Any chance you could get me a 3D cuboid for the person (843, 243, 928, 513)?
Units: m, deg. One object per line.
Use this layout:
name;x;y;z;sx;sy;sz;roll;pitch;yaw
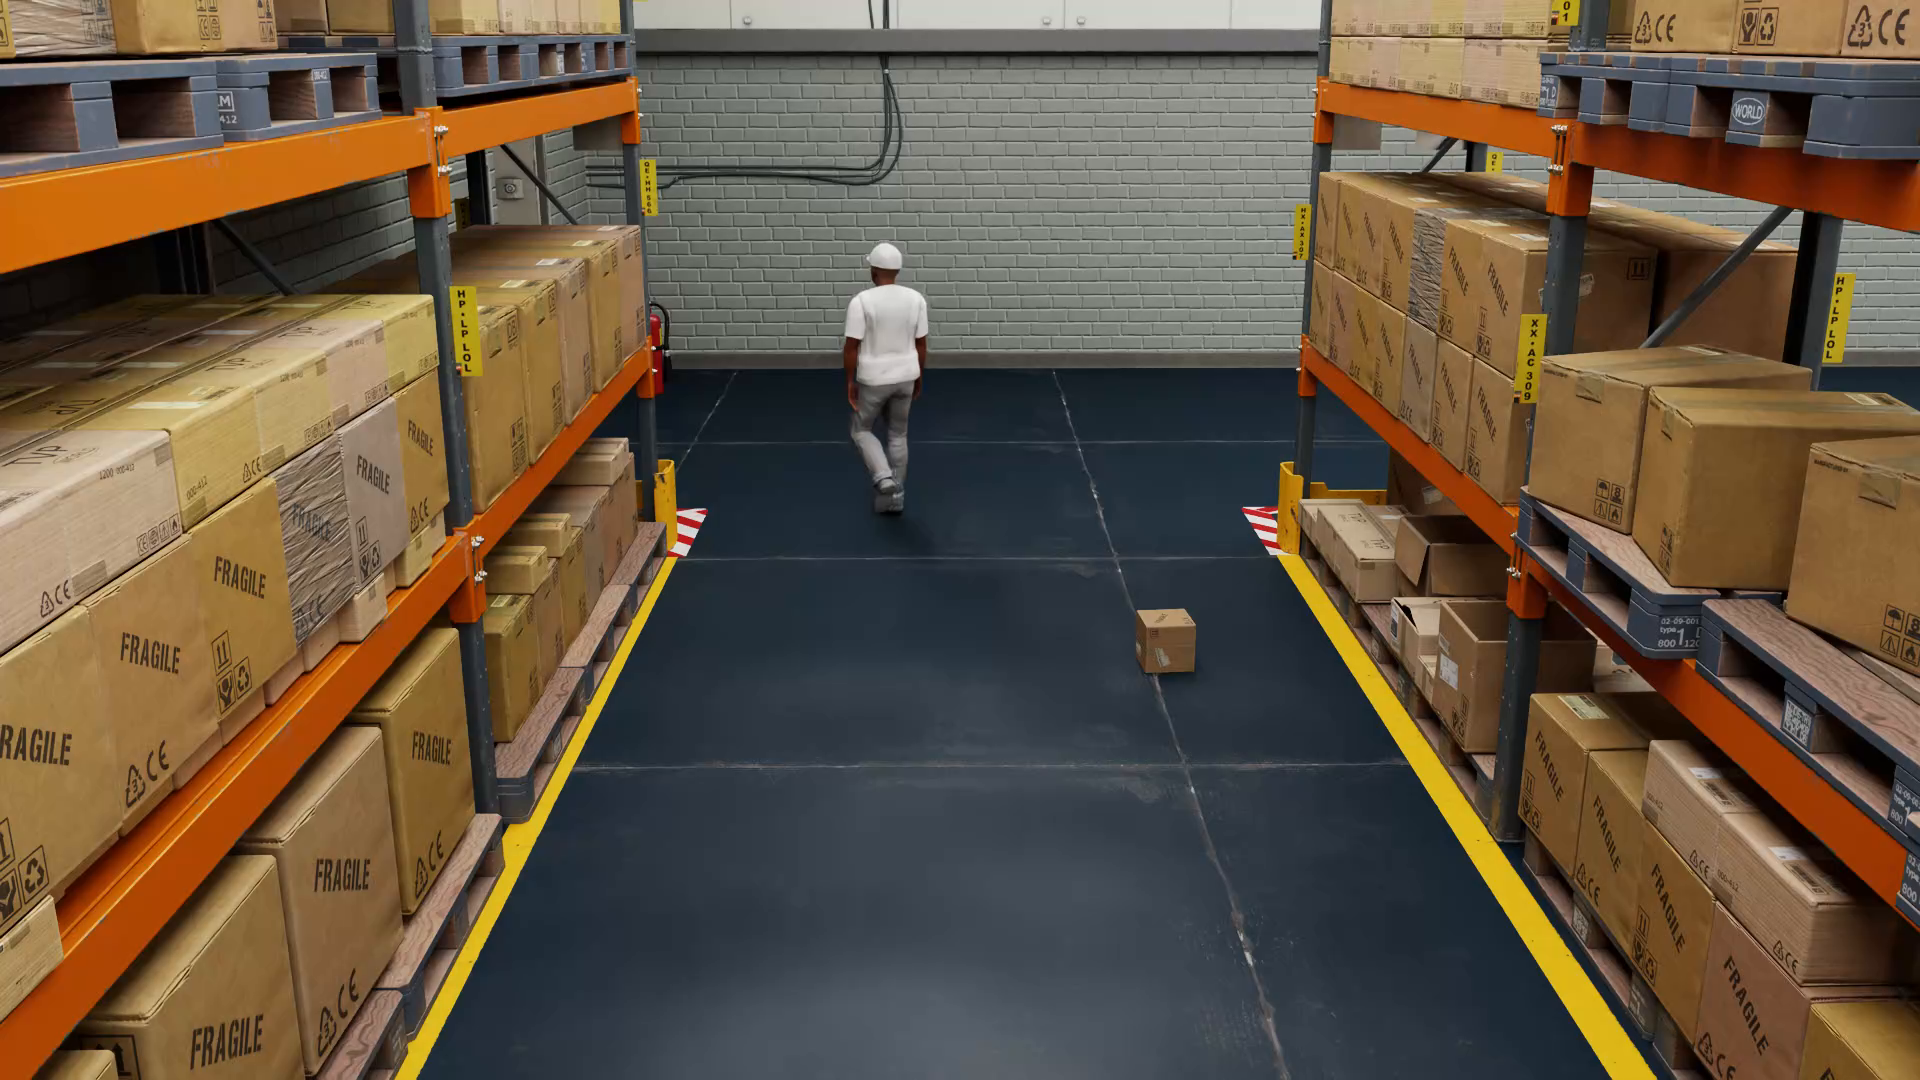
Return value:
person;-0.482;-1.036;10.801;0.590;1.758;0.510;-7;18;-21
